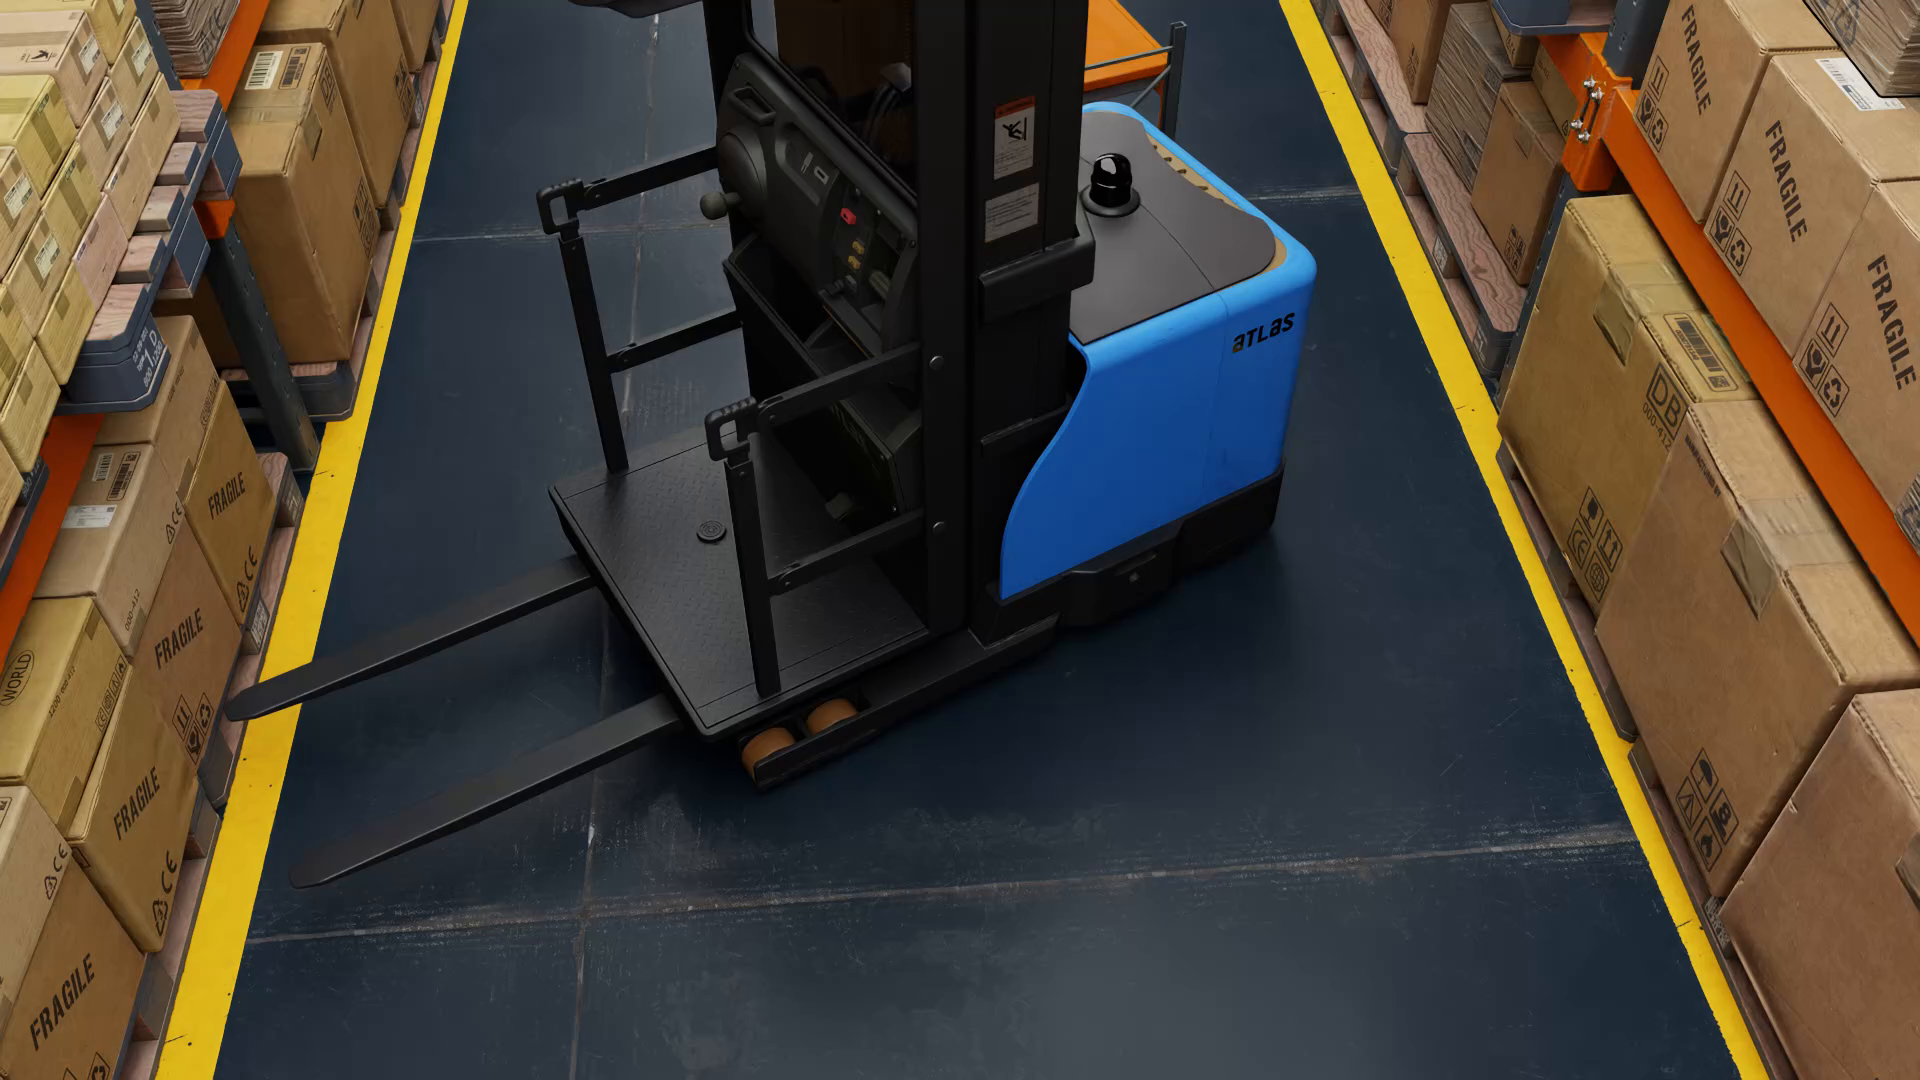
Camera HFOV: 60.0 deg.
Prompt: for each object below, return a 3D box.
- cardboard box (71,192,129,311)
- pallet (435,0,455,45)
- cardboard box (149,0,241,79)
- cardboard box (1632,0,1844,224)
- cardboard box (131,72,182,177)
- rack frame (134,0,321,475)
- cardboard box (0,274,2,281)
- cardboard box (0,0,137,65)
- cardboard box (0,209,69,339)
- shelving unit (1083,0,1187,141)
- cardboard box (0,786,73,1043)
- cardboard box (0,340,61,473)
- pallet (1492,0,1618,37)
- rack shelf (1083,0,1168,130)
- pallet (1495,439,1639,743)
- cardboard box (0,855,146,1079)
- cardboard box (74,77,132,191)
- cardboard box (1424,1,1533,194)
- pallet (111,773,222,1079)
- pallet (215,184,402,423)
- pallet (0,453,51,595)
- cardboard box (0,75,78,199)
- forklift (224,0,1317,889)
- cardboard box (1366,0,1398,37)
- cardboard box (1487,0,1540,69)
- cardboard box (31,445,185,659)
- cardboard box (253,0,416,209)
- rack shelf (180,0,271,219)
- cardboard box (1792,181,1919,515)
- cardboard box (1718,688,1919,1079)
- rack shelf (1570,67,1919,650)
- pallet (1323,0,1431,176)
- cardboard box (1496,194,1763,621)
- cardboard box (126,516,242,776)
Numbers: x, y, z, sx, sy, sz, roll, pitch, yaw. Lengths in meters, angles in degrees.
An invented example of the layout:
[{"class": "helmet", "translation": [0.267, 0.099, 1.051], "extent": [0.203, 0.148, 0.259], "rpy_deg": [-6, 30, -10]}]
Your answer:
[{"class": "cardboard box", "translation": [-2.081, -0.628, 3.663], "extent": [0.380, 0.149, 0.250], "rpy_deg": [-3, 47, -3]}, {"class": "pallet", "translation": [-2.817, -2.647, 7.611], "extent": [1.003, 0.211, 1.213], "rpy_deg": [-3, 47, -3]}, {"class": "cardboard box", "translation": [-2.390, -1.641, 4.669], "extent": [0.500, 0.500, 0.500], "rpy_deg": [-3, 47, -3]}, {"class": "cardboard box", "translation": [2.099, -1.160, 4.214], "extent": [0.500, 0.500, 0.500], "rpy_deg": [-2, 47, -2]}, {"class": "cardboard box", "translation": [-2.122, -0.994, 4.009], "extent": [0.380, 0.149, 0.250], "rpy_deg": [-3, 47, -3]}, {"class": "rack frame", "translation": [-2.622, -1.265, 4.382], "extent": [1.000, 3.000, 0.127], "rpy_deg": [-3, 47, -3]}, {"class": "cardboard box", "translation": [-2.043, -0.462, 3.096], "extent": [0.380, 0.149, 0.250], "rpy_deg": [-3, 47, -3]}, {"class": "cardboard box", "translation": [-2.124, -1.201, 3.796], "extent": [0.380, 0.149, 0.250], "rpy_deg": [-5, 47, -5]}, {"class": "cardboard box", "translation": [-2.058, -0.531, 3.366], "extent": [0.380, 0.149, 0.250], "rpy_deg": [-3, 47, -3]}, {"class": "shelving unit", "translation": [0.280, -1.511, 5.906], "extent": [0.538, 1.125, 1.048], "rpy_deg": [-17, 49, -16]}, {"class": "cardboard box", "translation": [-2.171, 0.781, 3.360], "extent": [0.500, 0.250, 0.500], "rpy_deg": [-2, 47, -2]}, {"class": "cardboard box", "translation": [-2.040, -0.253, 3.308], "extent": [0.380, 0.149, 0.250], "rpy_deg": [-5, 47, -5]}, {"class": "pallet", "translation": [2.164, -1.937, 5.150], "extent": [1.213, 0.211, 1.003], "rpy_deg": [-3, 47, -3]}, {"class": "rack shelf", "translation": [0.280, -1.712, 5.694], "extent": [0.538, 0.278, 1.000], "rpy_deg": [-17, 49, -16]}, {"class": "pallet", "translation": [2.320, 0.040, 5.066], "extent": [1.003, 0.211, 1.213], "rpy_deg": [-3, 47, -3]}, {"class": "cardboard box", "translation": [-2.188, 1.032, 3.639], "extent": [0.500, 0.500, 0.500], "rpy_deg": [-3, 47, -3]}, {"class": "cardboard box", "translation": [-2.103, -0.903, 3.718], "extent": [0.380, 0.149, 0.250], "rpy_deg": [-2, 47, -2]}, {"class": "cardboard box", "translation": [2.194, -1.669, 6.184], "extent": [0.700, 0.500, 0.500], "rpy_deg": [-7, 47, -7]}, {"class": "pallet", "translation": [-2.459, 1.140, 4.025], "extent": [1.003, 0.211, 1.213], "rpy_deg": [-3, 47, -3]}, {"class": "pallet", "translation": [-2.613, -0.881, 5.939], "extent": [1.003, 0.211, 1.213], "rpy_deg": [-3, 47, -3]}, {"class": "pallet", "translation": [-2.415, 0.231, 3.098], "extent": [1.003, 0.211, 1.213], "rpy_deg": [-3, 47, -3]}, {"class": "cardboard box", "translation": [-2.083, -0.830, 3.444], "extent": [0.380, 0.149, 0.250], "rpy_deg": [-2, 47, -2]}, {"class": "forklift", "translation": [-0.536, -0.770, 3.960], "extent": [3.031, 2.935, 1.130], "rpy_deg": [-24, 51, -21]}, {"class": "cardboard box", "translation": [2.093, -2.483, 6.954], "extent": [0.700, 0.500, 0.500], "rpy_deg": [-7, 47, -7]}, {"class": "cardboard box", "translation": [2.189, -1.909, 5.894], "extent": [0.500, 0.250, 0.500], "rpy_deg": [1, 47, 1]}, {"class": "cardboard box", "translation": [-2.250, 0.036, 4.066], "extent": [0.500, 0.250, 0.500], "rpy_deg": [-3, 47, -3]}, {"class": "cardboard box", "translation": [-2.660, -1.714, 6.068], "extent": [1.050, 0.750, 0.750], "rpy_deg": [-3, 47, -3]}, {"class": "rack shelf", "translation": [-2.789, -2.465, 6.014], "extent": [1.077, 0.370, 4.000], "rpy_deg": [-3, 47, -3]}, {"class": "cardboard box", "translation": [2.191, -0.416, 3.509], "extent": [0.500, 0.500, 0.500], "rpy_deg": [-4, 47, -4]}, {"class": "cardboard box", "translation": [2.515, 0.878, 3.526], "extent": [1.225, 0.875, 0.875], "rpy_deg": [-5, 47, -5]}, {"class": "rack shelf", "translation": [2.497, 0.201, 3.489], "extent": [1.077, 0.370, 4.000], "rpy_deg": [-3, 47, -3]}, {"class": "pallet", "translation": [2.166, -1.981, 6.981], "extent": [1.003, 0.211, 1.213], "rpy_deg": [-3, 47, -3]}, {"class": "cardboard box", "translation": [2.366, -0.407, 4.743], "extent": [1.225, 0.875, 0.875], "rpy_deg": [-5, 47, -5]}, {"class": "cardboard box", "translation": [-2.266, 0.286, 4.345], "extent": [0.500, 0.500, 0.500], "rpy_deg": [-2, 47, -2]}]
